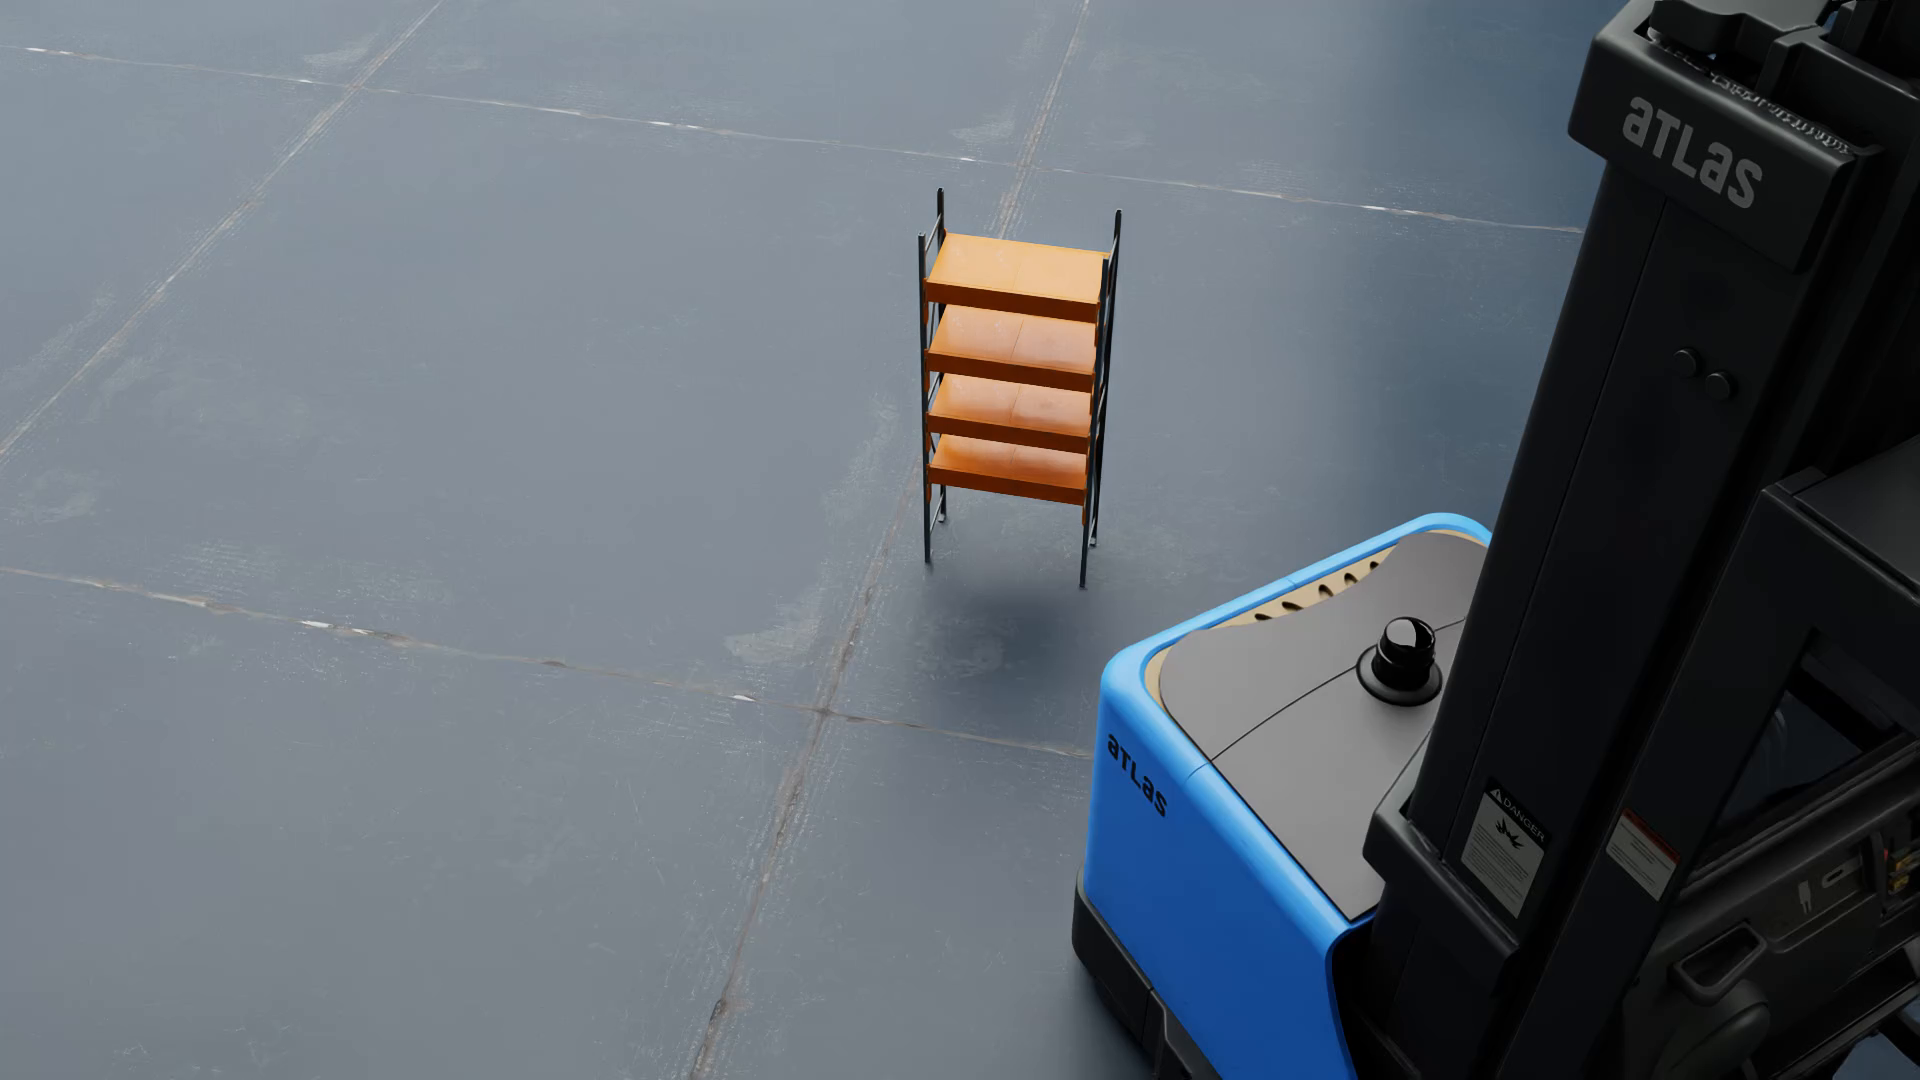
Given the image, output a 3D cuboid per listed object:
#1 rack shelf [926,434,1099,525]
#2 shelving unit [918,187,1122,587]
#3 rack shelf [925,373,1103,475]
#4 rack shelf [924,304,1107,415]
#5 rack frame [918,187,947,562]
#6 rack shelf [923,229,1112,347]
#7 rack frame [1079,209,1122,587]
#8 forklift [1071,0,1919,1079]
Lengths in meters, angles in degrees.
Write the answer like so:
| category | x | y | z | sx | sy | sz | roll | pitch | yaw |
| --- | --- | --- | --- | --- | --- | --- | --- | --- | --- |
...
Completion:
| category | x | y | z | sx | sy | sz | roll | pitch | yaw |
| --- | --- | --- | --- | --- | --- | --- | --- | --- | --- |
| rack shelf | 0.162 | -0.216 | 4.992 | 0.480 | 0.148 | 0.258 | 9 | 45 | 9 |
| shelving unit | 0.162 | -0.407 | 4.808 | 0.503 | 1.200 | 0.258 | 9 | 45 | 9 |
| rack shelf | 0.162 | -0.359 | 4.855 | 0.480 | 0.148 | 0.258 | 9 | 45 | 9 |
| rack shelf | 0.162 | -0.520 | 4.699 | 0.480 | 0.148 | 0.258 | 9 | 45 | 9 |
| rack frame | -0.077 | -0.444 | 4.846 | 0.015 | 1.200 | 0.240 | 9 | 45 | 9 |
| rack shelf | 0.162 | -0.690 | 4.535 | 0.480 | 0.148 | 0.258 | 9 | 45 | 9 |
| rack frame | 0.400 | -0.370 | 4.769 | 0.015 | 1.200 | 0.240 | 9 | 45 | 9 |
| forklift | 1.449 | 0.684 | 2.426 | 1.130 | 2.935 | 3.031 | -22 | 48 | -21 |
